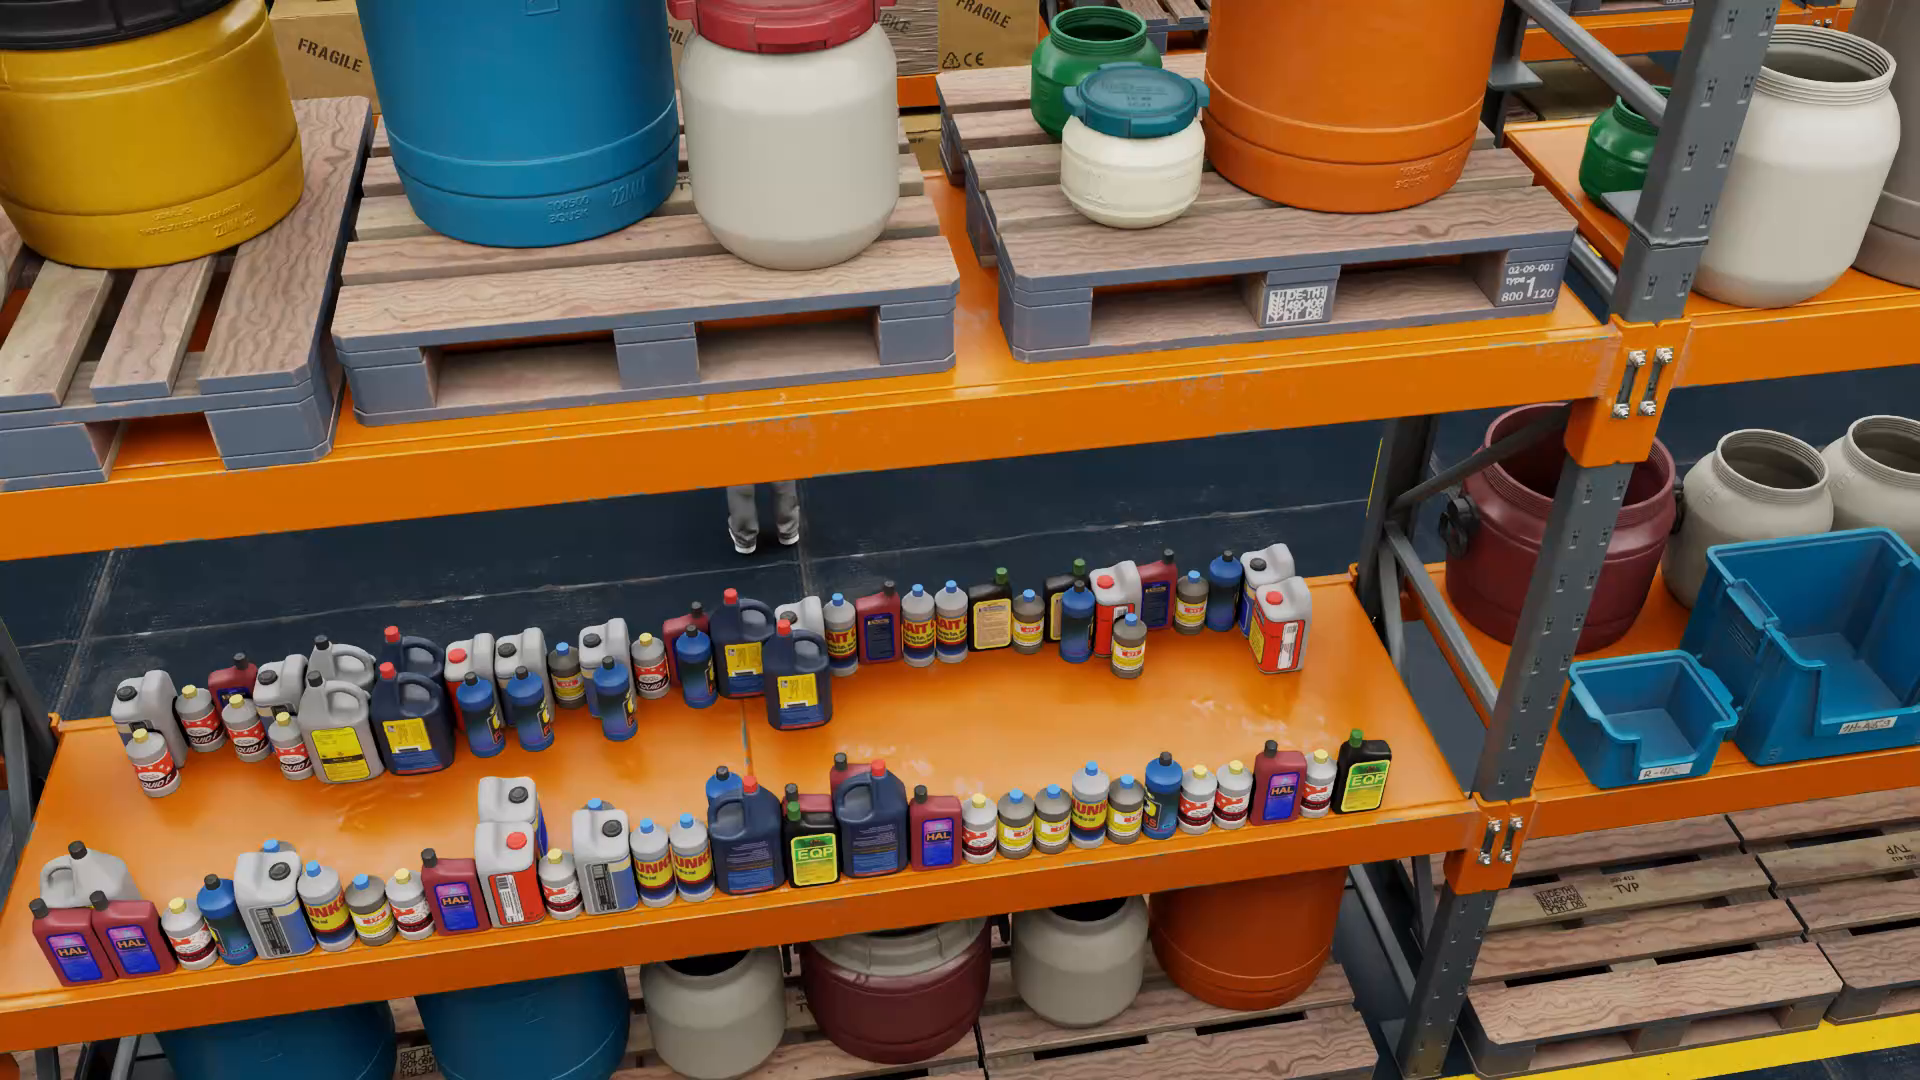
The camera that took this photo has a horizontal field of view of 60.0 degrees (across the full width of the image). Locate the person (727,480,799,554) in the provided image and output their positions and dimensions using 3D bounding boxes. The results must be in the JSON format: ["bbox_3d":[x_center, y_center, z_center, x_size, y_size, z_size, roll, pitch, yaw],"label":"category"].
[{"bbox_3d":[-0.876,-0.666,6.983,0.404,1.591,0.496,-6,40,-7],"label":"person"}]
